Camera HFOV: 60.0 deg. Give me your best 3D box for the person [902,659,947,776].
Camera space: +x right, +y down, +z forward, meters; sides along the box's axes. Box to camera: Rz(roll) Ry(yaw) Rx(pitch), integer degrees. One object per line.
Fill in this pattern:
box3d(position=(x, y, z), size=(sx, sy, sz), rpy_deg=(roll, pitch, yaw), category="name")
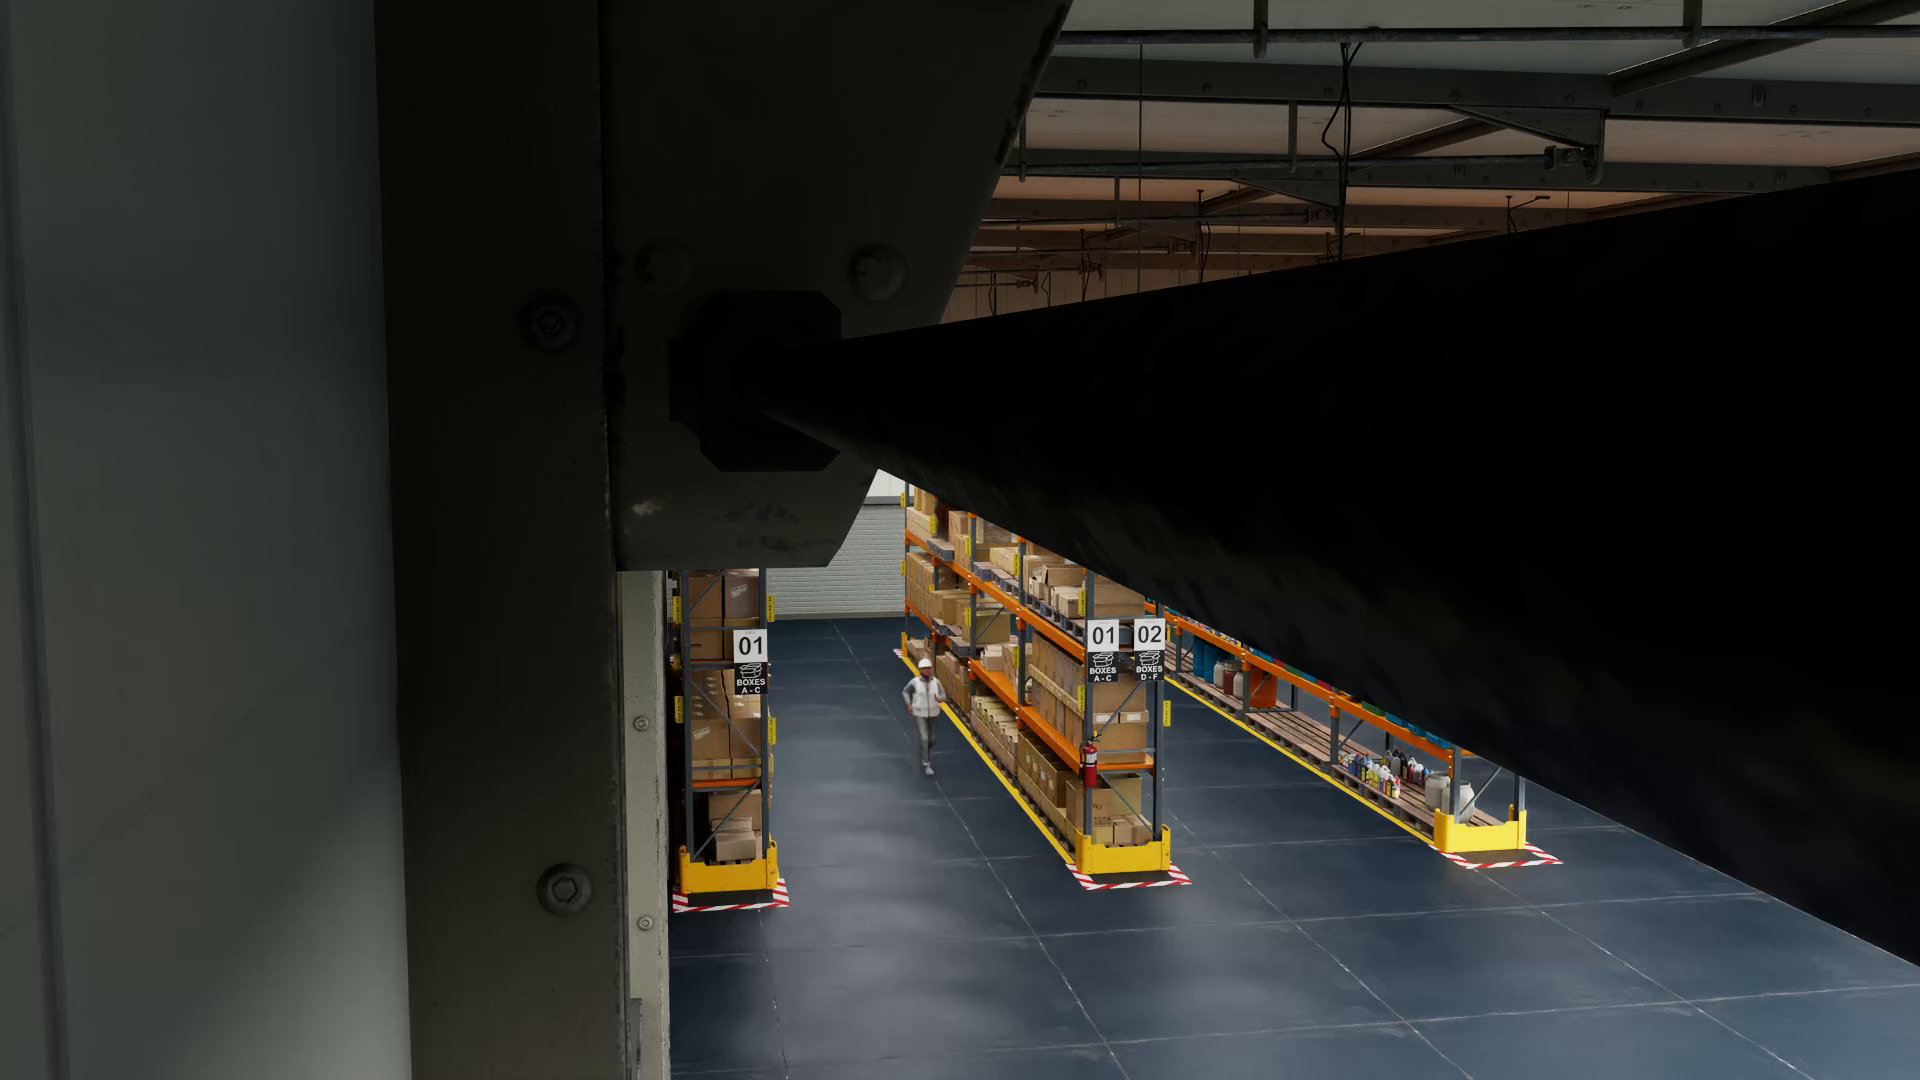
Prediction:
box3d(position=(-0.537, 2.731, 26.044), size=(0.659, 1.751, 0.968), rpy_deg=(-2, 6, -18), category="person")
